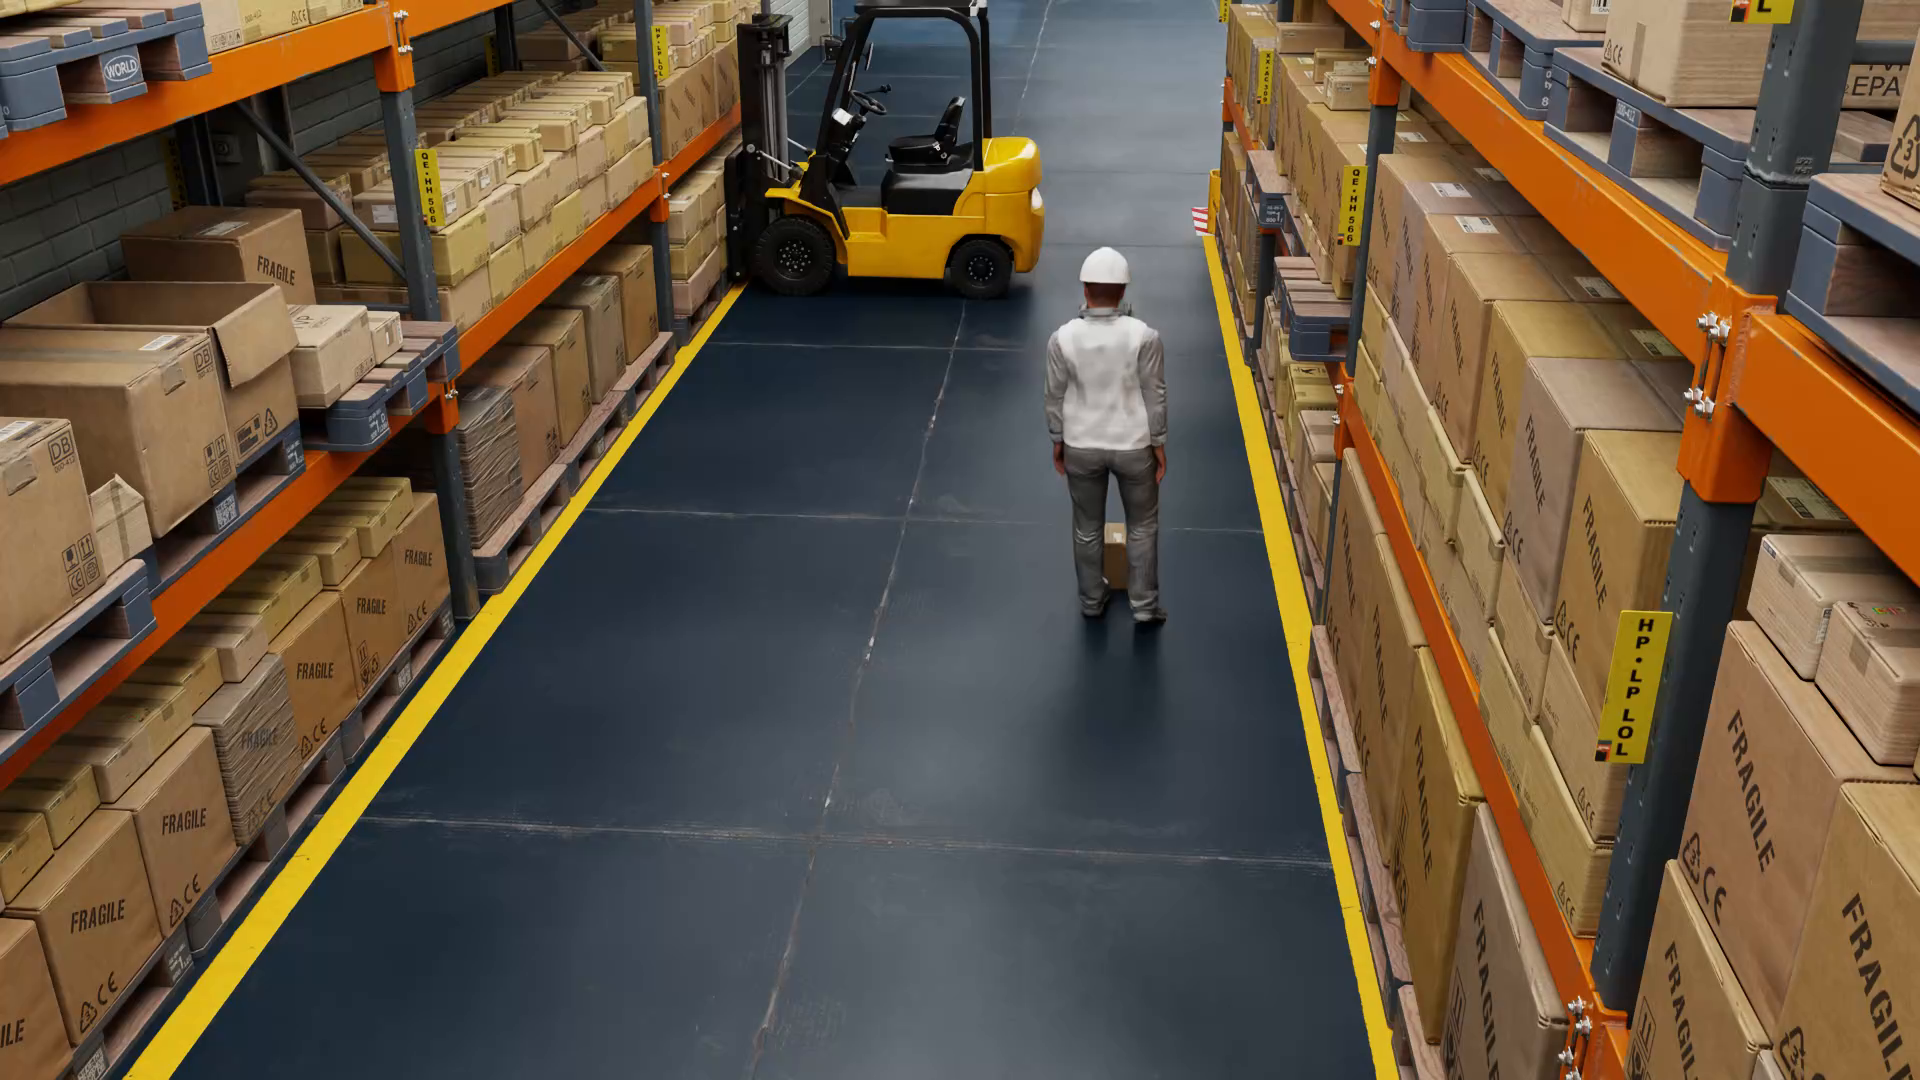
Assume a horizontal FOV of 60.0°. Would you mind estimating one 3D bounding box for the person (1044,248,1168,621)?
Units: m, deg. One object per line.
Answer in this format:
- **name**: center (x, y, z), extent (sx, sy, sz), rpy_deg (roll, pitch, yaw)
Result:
- **person**: center (0.686, -0.439, 7.552), extent (0.596, 1.820, 0.476), rpy_deg (4, 25, 10)
